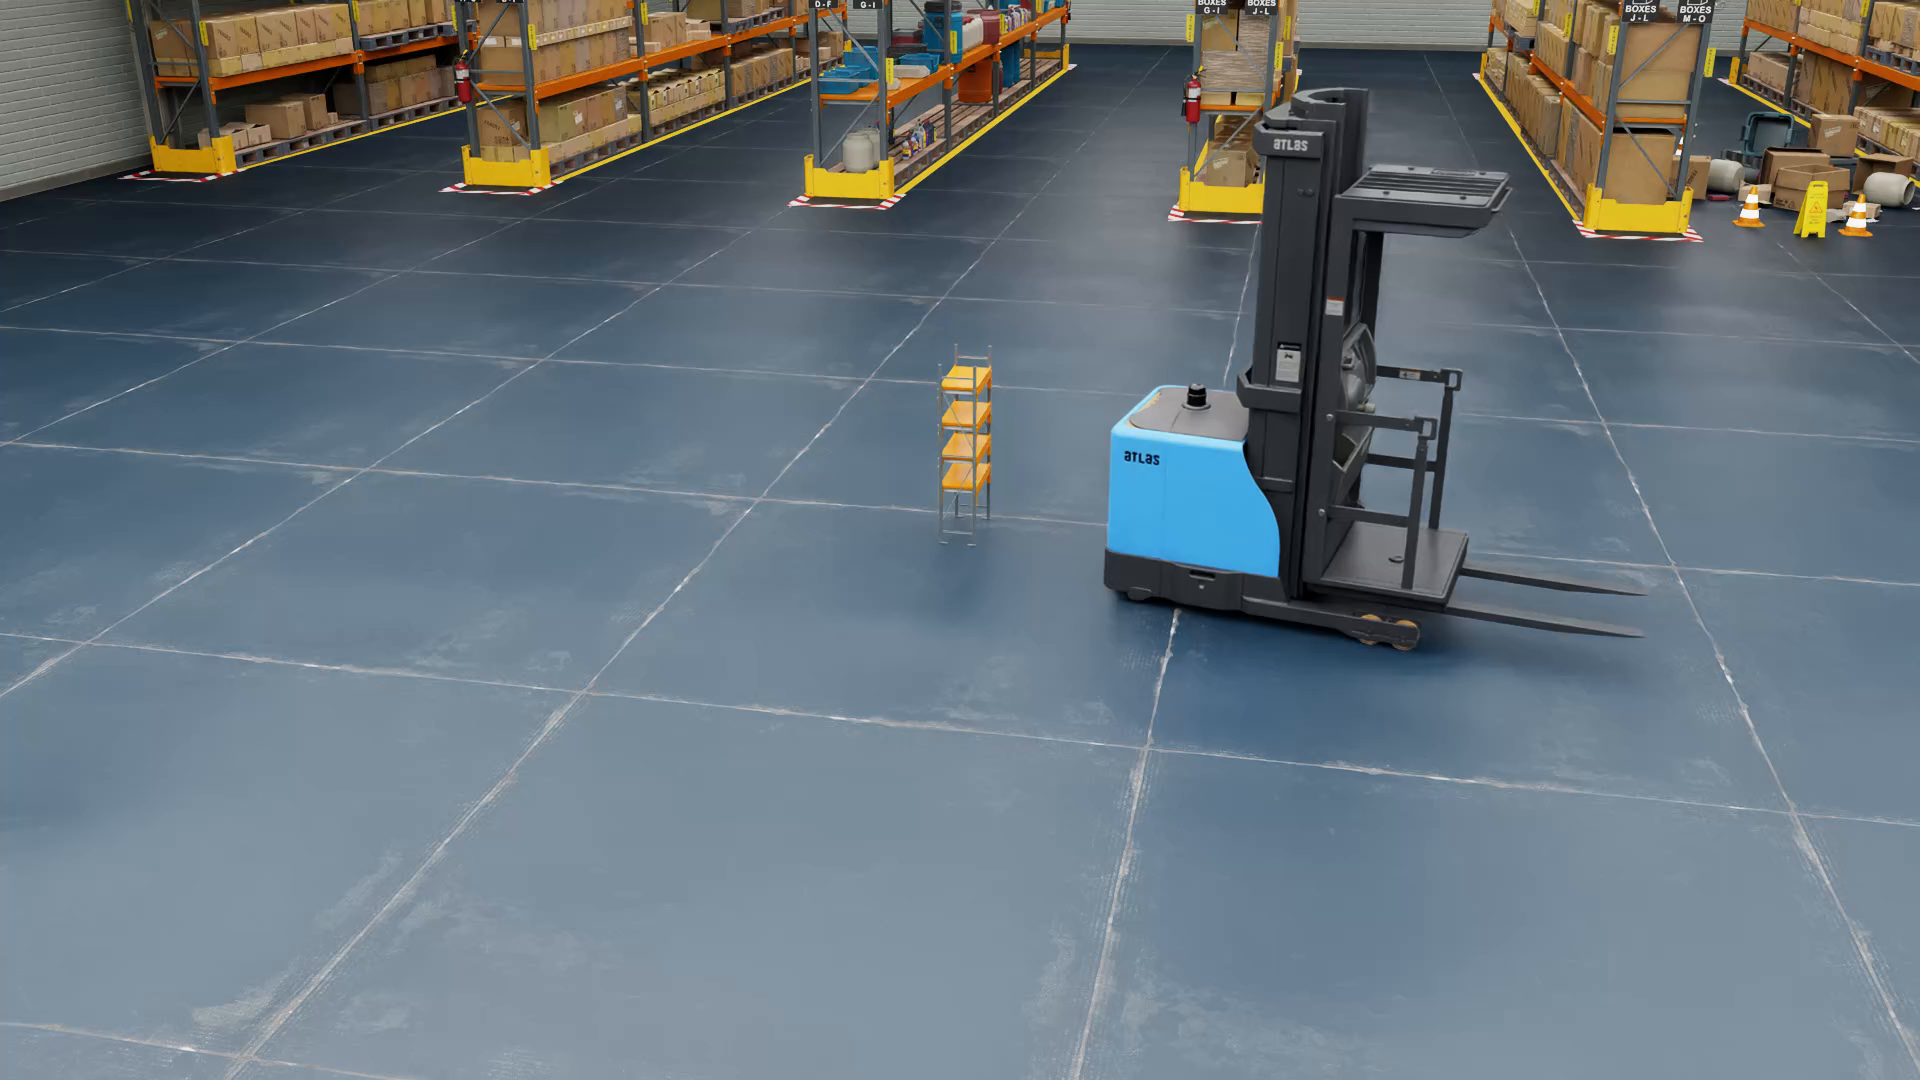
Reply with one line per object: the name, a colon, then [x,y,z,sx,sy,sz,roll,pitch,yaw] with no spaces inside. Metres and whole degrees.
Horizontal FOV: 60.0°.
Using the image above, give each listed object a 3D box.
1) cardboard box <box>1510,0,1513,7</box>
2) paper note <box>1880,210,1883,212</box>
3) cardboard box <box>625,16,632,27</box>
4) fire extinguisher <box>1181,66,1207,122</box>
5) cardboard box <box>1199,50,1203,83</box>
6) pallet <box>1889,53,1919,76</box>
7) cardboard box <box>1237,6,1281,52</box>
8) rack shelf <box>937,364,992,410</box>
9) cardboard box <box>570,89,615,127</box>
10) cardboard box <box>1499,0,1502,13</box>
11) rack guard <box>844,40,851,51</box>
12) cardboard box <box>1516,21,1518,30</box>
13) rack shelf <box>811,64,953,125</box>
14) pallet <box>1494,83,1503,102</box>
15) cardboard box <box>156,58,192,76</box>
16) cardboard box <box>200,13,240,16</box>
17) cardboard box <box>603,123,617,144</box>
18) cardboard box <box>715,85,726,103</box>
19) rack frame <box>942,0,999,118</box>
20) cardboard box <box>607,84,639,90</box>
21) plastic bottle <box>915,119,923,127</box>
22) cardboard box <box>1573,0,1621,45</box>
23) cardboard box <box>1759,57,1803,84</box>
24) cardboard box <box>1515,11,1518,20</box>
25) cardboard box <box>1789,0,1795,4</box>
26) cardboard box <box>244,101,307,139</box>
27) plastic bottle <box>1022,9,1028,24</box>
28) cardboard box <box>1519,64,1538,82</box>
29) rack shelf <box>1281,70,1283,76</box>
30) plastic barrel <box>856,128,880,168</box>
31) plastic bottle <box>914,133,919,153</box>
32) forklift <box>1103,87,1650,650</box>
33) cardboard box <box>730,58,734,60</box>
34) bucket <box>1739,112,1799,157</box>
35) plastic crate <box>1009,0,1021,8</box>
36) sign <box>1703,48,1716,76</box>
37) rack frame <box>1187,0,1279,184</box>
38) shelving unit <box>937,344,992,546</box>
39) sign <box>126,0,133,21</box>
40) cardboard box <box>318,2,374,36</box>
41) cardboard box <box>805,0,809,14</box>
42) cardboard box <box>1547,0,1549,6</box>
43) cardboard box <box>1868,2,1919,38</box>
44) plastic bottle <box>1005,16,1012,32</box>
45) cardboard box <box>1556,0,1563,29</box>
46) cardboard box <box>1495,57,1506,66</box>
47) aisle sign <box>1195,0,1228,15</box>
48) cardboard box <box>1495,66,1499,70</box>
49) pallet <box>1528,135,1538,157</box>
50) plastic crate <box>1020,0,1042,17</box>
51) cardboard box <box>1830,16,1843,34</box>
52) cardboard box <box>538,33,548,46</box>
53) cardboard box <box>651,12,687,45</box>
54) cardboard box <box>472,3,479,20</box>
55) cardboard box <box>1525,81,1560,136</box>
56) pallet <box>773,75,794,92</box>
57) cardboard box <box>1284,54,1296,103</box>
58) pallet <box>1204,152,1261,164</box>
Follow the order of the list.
cardboard box: [9.992,-9.550,29.528,0.380,0.149,0.250,4,22,10]
paper note: [11.802,-4.225,21.332,0.032,0.001,0.123,4,22,11]
cardboard box: [-5.328,-8.069,25.871,0.380,0.149,0.250,4,22,11]
fire extinguisher: [2.924,-5.575,20.785,0.296,0.674,0.183,4,22,11]
cardboard box: [3.522,-6.193,21.684,0.875,0.500,0.500,4,22,11]
pallet: [14.368,-6.972,24.407,1.003,0.211,1.213,4,22,11]
cardboard box: [3.777,-6.446,20.974,0.500,0.500,0.500,4,22,11]
rack shelf: [0.034,-0.982,10.633,0.258,0.148,0.480,4,22,11]
cardboard box: [-5.575,-6.553,25.224,0.500,0.500,0.500,4,22,11]
cardboard box: [10.841,-10.533,32.459,0.500,0.500,0.500,4,22,10]
rack guard: [-3.050,-11.039,37.593,1.175,0.500,0.348,4,22,11]
cardboard box: [9.729,-8.796,28.454,0.380,0.149,0.250,3,22,9]
rack shelf: [-1.042,-6.393,23.675,1.077,0.370,4.000,4,22,11]
pallet: [10.784,-8.546,31.791,1.003,0.211,1.213,4,22,11]
cardboard box: [-11.244,-6.876,24.086,0.500,0.250,0.500,5,22,12]
cardboard box: [-11.047,-7.600,24.878,0.500,0.500,0.500,4,22,9]
cardboard box: [-5.563,-6.204,25.362,0.500,0.250,0.500,4,22,11]
cardboard box: [-4.535,-8.008,29.842,0.500,0.250,0.500,5,22,12]
rack frame: [0.182,-8.921,28.990,1.000,3.000,0.127,4,22,11]
cardboard box: [-5.581,-7.377,27.524,0.500,0.311,0.500,5,22,12]
plastic bottle: [-0.625,-6.187,25.158,0.144,0.351,0.185,4,22,11]
cardboard box: [8.940,-7.104,22.831,0.875,0.550,0.550,4,22,11]
cardboard box: [16.149,-9.136,32.390,0.875,0.438,0.875,5,22,12]
cardboard box: [9.782,-9.032,28.641,0.380,0.149,0.250,5,22,12]
cardboard box: [15.374,-9.955,30.084,0.500,0.500,0.500,4,22,10]
cardboard box: [-10.605,-6.514,25.771,0.700,0.500,0.500,3,22,8]
plastic bottle: [1.234,-10.158,32.226,0.152,0.276,0.135,4,22,11]
cardboard box: [9.841,-7.967,28.401,0.500,0.250,0.500,5,22,12]
rack shelf: [4.623,-7.478,26.370,1.077,0.370,4.000,4,22,11]
plastic barrel: [-1.289,-5.466,23.178,0.421,0.512,0.421,0,22,0]
plastic bottle: [-0.644,-5.809,24.326,0.097,0.271,0.097,0,22,0]
forklift: [2.429,-0.967,9.330,3.031,2.935,1.130,9,24,21]
cardboard box: [-4.600,-8.894,31.679,0.500,0.500,0.500,4,22,9]
bucket: [11.279,-5.627,23.157,0.726,0.611,0.620,13,15,29]
plastic crate: [1.112,-11.141,34.644,0.416,0.233,0.300,4,22,11]
sign: [8.775,-5.597,19.470,0.100,0.325,0.005,4,22,11]
rack frame: [3.398,-5.618,20.787,1.000,3.000,0.127,4,22,11]
shelving unit: [0.034,-0.617,10.780,0.258,1.200,0.503,4,22,11]
sign: [-11.688,-7.484,23.448,0.100,0.325,0.005,4,22,11]
cardboard box: [-10.196,-8.647,27.587,0.700,0.500,0.500,5,22,11]
cardboard box: [-3.378,-11.163,34.421,0.500,0.500,0.500,5,22,12]
cardboard box: [10.682,-9.591,29.631,0.380,0.149,0.250,4,22,9]
cardboard box: [14.414,-8.020,25.659,0.500,0.500,0.500,4,22,9]
plastic bottle: [0.870,-9.504,30.604,0.152,0.276,0.135,4,22,11]
cardboard box: [9.560,-8.102,25.484,0.700,0.500,0.500,4,22,10]
cardboard box: [10.694,-9.372,32.567,0.380,0.149,0.250,4,22,9]
aisle sign: [3.092,-6.824,20.302,0.394,0.787,0.004,4,22,11]
cardboard box: [10.946,-9.511,33.309,0.380,0.149,0.250,3,22,8]
pallet: [9.380,-6.108,25.736,1.003,0.211,1.213,4,22,11]
plastic crate: [1.426,-10.749,33.362,0.402,0.464,0.583,4,22,11]
cardboard box: [14.768,-8.524,27.534,0.500,0.250,0.500,4,22,10]
cardboard box: [-5.957,-6.945,23.082,0.380,0.149,0.250,4,22,10]
cardboard box: [-4.993,-8.732,28.385,0.500,0.500,0.500,3,22,8]
cardboard box: [-9.167,-10.028,31.179,0.500,0.500,0.500,5,22,13]
cardboard box: [9.478,-6.744,26.033,1.050,0.750,0.750,5,22,12]
pallet: [-3.979,-9.169,33.338,1.003,0.211,1.213,4,22,11]
cardboard box: [5.192,-8.004,28.993,1.225,0.875,0.875,3,22,8]
pallet: [4.112,-5.539,24.324,1.003,0.211,1.213,4,22,11]
